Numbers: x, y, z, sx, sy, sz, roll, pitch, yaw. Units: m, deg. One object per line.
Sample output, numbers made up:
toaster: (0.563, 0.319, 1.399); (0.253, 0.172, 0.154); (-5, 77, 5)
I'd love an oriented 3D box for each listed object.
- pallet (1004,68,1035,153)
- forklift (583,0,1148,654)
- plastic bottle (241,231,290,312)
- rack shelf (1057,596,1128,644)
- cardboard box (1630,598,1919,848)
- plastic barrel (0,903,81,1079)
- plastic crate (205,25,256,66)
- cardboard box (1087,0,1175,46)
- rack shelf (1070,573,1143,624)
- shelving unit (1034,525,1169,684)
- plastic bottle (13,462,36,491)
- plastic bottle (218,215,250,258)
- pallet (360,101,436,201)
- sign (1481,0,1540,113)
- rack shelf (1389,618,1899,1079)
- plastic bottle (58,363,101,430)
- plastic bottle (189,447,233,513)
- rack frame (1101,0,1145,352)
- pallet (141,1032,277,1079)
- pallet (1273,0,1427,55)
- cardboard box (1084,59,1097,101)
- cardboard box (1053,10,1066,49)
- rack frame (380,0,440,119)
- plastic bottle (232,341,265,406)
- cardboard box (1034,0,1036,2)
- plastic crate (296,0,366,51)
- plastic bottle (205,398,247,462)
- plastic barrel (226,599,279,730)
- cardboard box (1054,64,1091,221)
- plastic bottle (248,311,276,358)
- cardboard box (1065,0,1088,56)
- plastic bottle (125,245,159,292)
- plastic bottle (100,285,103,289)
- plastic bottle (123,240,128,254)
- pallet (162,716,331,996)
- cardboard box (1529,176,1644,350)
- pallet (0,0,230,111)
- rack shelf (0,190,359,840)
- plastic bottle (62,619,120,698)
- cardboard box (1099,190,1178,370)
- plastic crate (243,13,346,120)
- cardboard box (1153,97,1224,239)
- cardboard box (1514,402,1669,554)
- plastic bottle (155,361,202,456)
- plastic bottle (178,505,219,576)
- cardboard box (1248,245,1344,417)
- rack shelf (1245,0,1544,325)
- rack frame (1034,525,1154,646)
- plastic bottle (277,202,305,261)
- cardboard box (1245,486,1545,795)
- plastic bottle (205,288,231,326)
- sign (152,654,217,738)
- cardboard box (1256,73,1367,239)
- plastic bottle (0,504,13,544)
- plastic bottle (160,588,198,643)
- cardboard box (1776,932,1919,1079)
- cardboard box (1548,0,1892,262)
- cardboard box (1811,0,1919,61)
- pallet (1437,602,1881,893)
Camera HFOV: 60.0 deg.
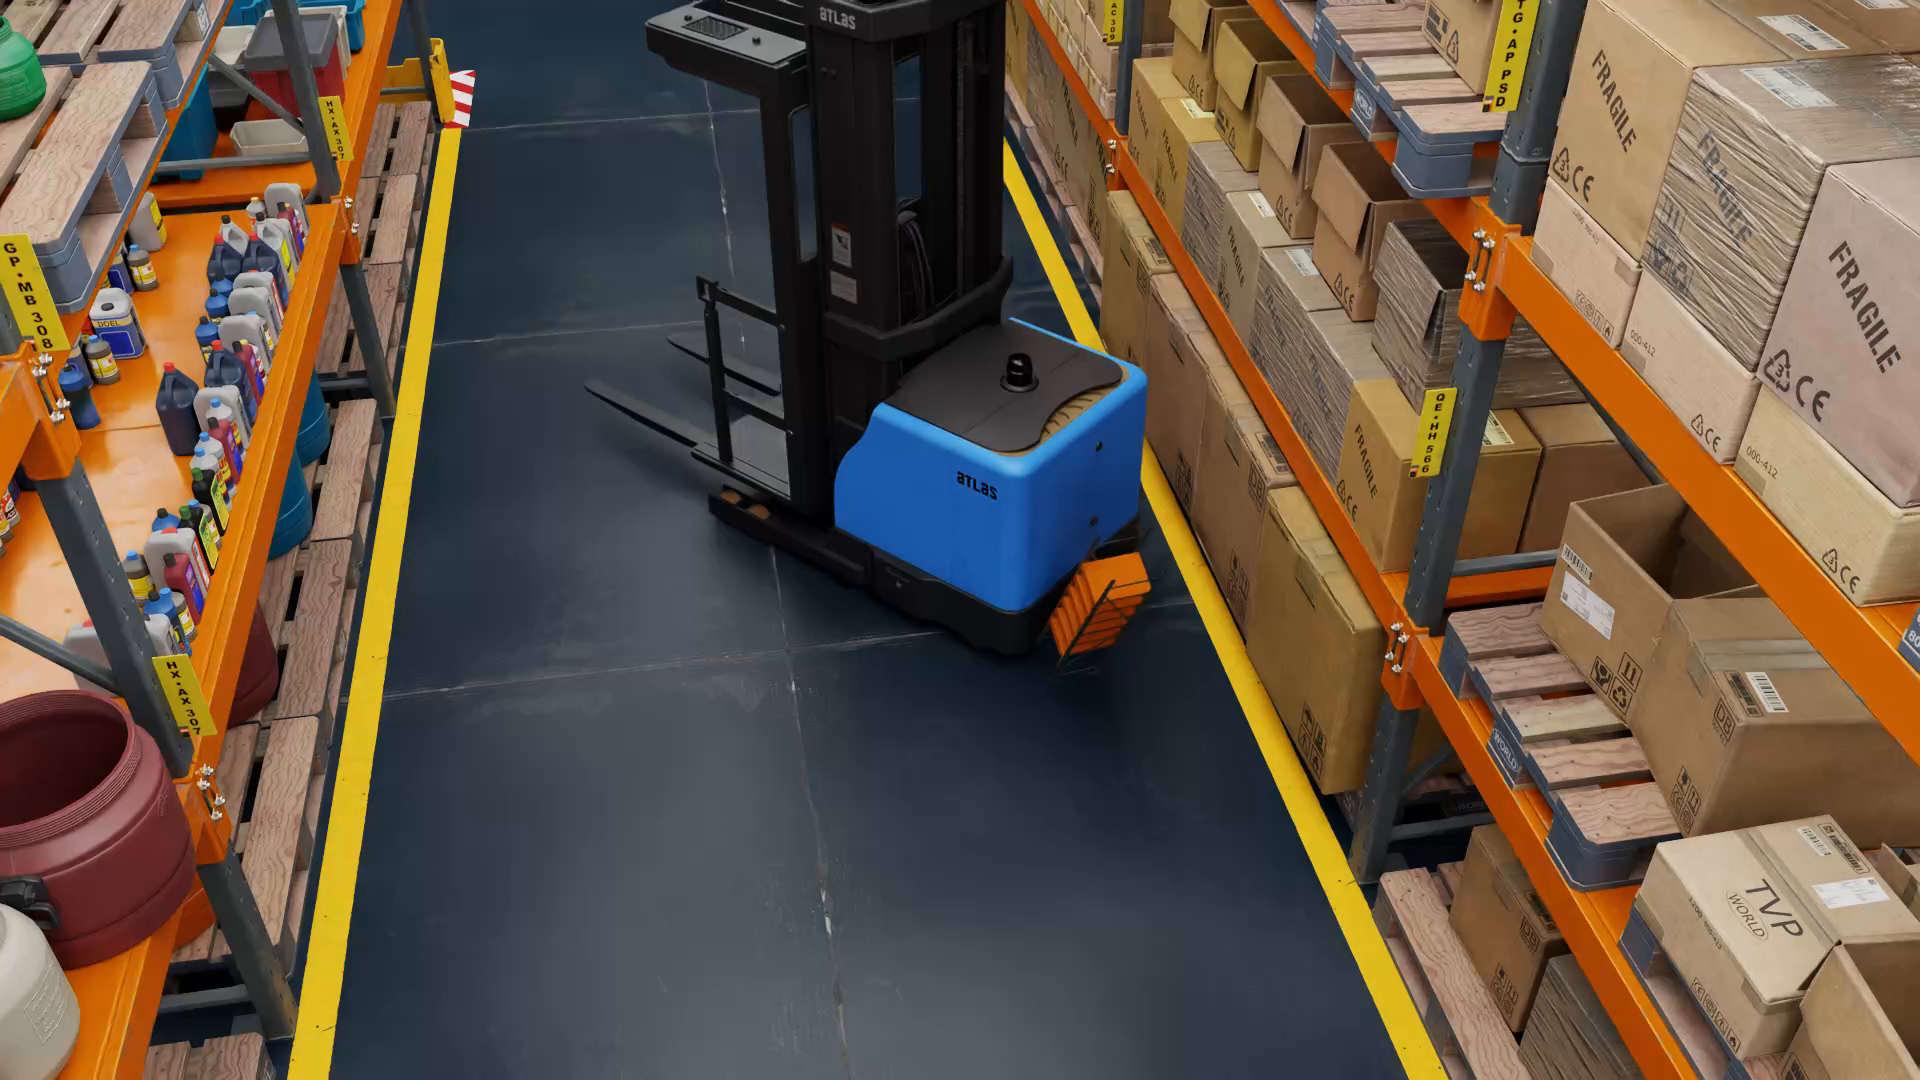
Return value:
pallet: (0.835, -3.192, 12.087); (1.003, 0.211, 1.213); (-6, 38, -8)
forklift: (-0.617, -1.395, 7.556); (3.031, 2.935, 1.130); (26, 45, 29)
plastic bottle: (-3.041, -1.168, 7.249); (0.144, 0.351, 0.185); (-6, 38, -8)
rack shelf: (0.556, 0.306, 6.890); (0.258, 0.103, 0.180); (-11, 69, -14)
cardboard box: (2.351, 0.507, 4.629); (0.700, 0.500, 0.500); (-1, 38, -1)
plastic barrel: (-2.465, 1.151, 4.133); (0.421, 0.512, 0.421); (0, 38, 0)
plastic crate: (-4.158, -2.758, 9.422); (0.293, 0.136, 0.466); (-6, 38, -8)
cardboard box: (0.976, -2.955, 8.778); (0.500, 0.500, 0.500); (-5, 38, -7)
rack shelf: (0.593, 0.211, 6.673); (0.258, 0.103, 0.180); (-11, 69, -14)
shelving unit: (0.562, 0.289, 6.850); (0.258, 1.200, 0.189); (-11, 69, -14)
plastic bottle: (-3.534, -0.373, 6.226); (0.144, 0.351, 0.185); (-6, 38, -8)
plastic bottle: (-3.215, -1.265, 7.373); (0.144, 0.351, 0.185); (-6, 38, -8)
pallet: (-4.152, -2.632, 11.366); (1.003, 0.211, 1.213); (-6, 38, -8)
sign: (1.473, -1.301, 4.449); (0.100, 0.325, 0.005); (-6, 38, -8)
rack shelf: (2.371, 1.556, 4.289); (1.077, 0.370, 4.000); (-6, 38, -8)
plastic bottle: (-3.478, -0.574, 6.548); (0.097, 0.271, 0.097); (0, 38, 0)
plastic bottle: (-2.751, -0.221, 6.095); (0.097, 0.271, 0.097); (0, 38, 0)
rack frame: (1.320, -2.352, 8.733); (1.000, 3.000, 0.127); (-6, 38, -8)
pallet: (-2.758, 2.170, 5.185); (1.003, 0.211, 1.213); (-6, 38, -8)
pallet: (1.657, -2.104, 6.123); (1.003, 0.211, 1.213); (-5, 38, -6)
cardboard box: (0.898, -2.558, 9.202); (0.380, 0.149, 0.250); (-6, 38, -7)
cardboard box: (0.763, -3.023, 9.802); (0.380, 0.149, 0.250); (-6, 38, -7)
rack frame: (-4.258, -4.235, 11.157); (1.000, 3.000, 0.127); (-6, 38, -8)
plastic bottle: (-2.867, -0.689, 6.687); (0.061, 0.283, 0.133); (-6, 38, -8)
cardboard box: (0.627, -3.490, 10.402); (0.380, 0.149, 0.250); (-7, 38, -9)
plastic crate: (-3.646, -2.980, 9.629); (0.416, 0.233, 0.300); (-6, 38, -8)
plastic bottle: (-2.809, -0.419, 6.350); (0.097, 0.271, 0.097); (0, 38, 0)
plastic barrel: (-3.156, 0.407, 6.804); (0.600, 0.588, 0.708); (-6, 38, -8)
cardboard box: (1.125, -2.630, 10.480); (0.875, 0.875, 0.875); (-6, 38, -8)
plastic bottle: (-2.946, -0.864, 6.979); (0.097, 0.201, 0.097); (0, 38, 0)
cardboard box: (0.891, -2.961, 9.396); (0.500, 0.250, 0.500); (-5, 38, -7)
plastic bottle: (-3.667, -1.224, 7.443); (0.097, 0.201, 0.097); (0, 38, 0)
plastic bottle: (-3.776, -1.068, 7.241); (0.097, 0.201, 0.097); (0, 38, 0)
plastic bottle: (-3.851, -1.325, 7.573); (0.097, 0.201, 0.097); (0, 38, 0)
pallet: (-3.035, 1.226, 6.400); (1.003, 0.211, 1.213); (-6, 38, -8)
cardboard box: (1.853, -0.750, 4.348); (0.500, 0.250, 0.500); (-6, 38, -7)
pallet: (-3.121, -1.782, 5.707); (1.003, 0.211, 1.213); (-6, 38, -8)
rack shelf: (-3.206, -0.327, 6.713); (1.077, 0.370, 4.000); (-6, 38, -8)
plastic bottle: (-2.763, 0.366, 5.335); (0.152, 0.276, 0.135); (-6, 38, -8)
cardboard box: (1.451, -1.295, 8.761); (1.225, 0.875, 0.875); (-6, 38, -8)
plastic crate: (-3.466, -2.435, 8.738); (0.402, 0.464, 0.583); (-6, 38, -8)
cardboard box: (1.243, -1.783, 7.919); (0.500, 0.500, 0.500); (-6, 38, -8)
cardboard box: (2.203, -0.299, 6.008); (0.500, 0.500, 0.500); (-5, 38, -7)
plastic bottle: (-3.006, -0.517, 6.411); (0.144, 0.351, 0.185); (-6, 38, -8)
plastic bottle: (-2.673, -0.019, 5.824); (0.061, 0.283, 0.133); (-6, 38, -8)
cardboard box: (1.514, -0.862, 6.733); (0.500, 0.500, 0.500); (-7, 38, -9)
rack shelf: (1.670, -2.045, 6.478); (1.077, 0.370, 4.000); (-6, 38, -8)
rack frame: (0.538, 0.207, 6.882); (0.240, 1.200, 0.006); (-11, 69, -14)
plastic bottle: (-3.084, -1.435, 7.648); (0.061, 0.283, 0.133); (-6, 38, -8)
cardboard box: (1.920, 0.318, 6.685); (1.225, 0.875, 0.875); (-8, 39, -10)
plastic bottle: (-3.113, -0.934, 7.012); (0.097, 0.271, 0.097); (0, 38, 0)
sign: (-2.315, 0.469, 4.969); (0.100, 0.325, 0.005); (-6, 38, -8)
cardboard box: (1.673, -1.613, 6.883); (0.797, 0.503, 0.637); (-5, 38, -6)
plastic bottle: (-3.492, -0.087, 5.979); (0.097, 0.201, 0.097); (0, 38, 0)
plastic bottle: (-2.624, 0.247, 5.549); (0.097, 0.201, 0.097); (0, 38, 0)
cardboard box: (2.327, 1.236, 3.687); (0.797, 0.503, 0.637); (-3, 38, -3)
cardboard box: (1.850, -1.046, 4.118); (0.500, 0.500, 0.500); (-6, 38, -8)
cardboard box: (2.351, -1.096, 4.182); (0.500, 0.500, 0.500); (-5, 38, -7)
pallet: (2.251, 0.559, 5.142); (1.213, 0.211, 1.003); (-6, 38, -8)
